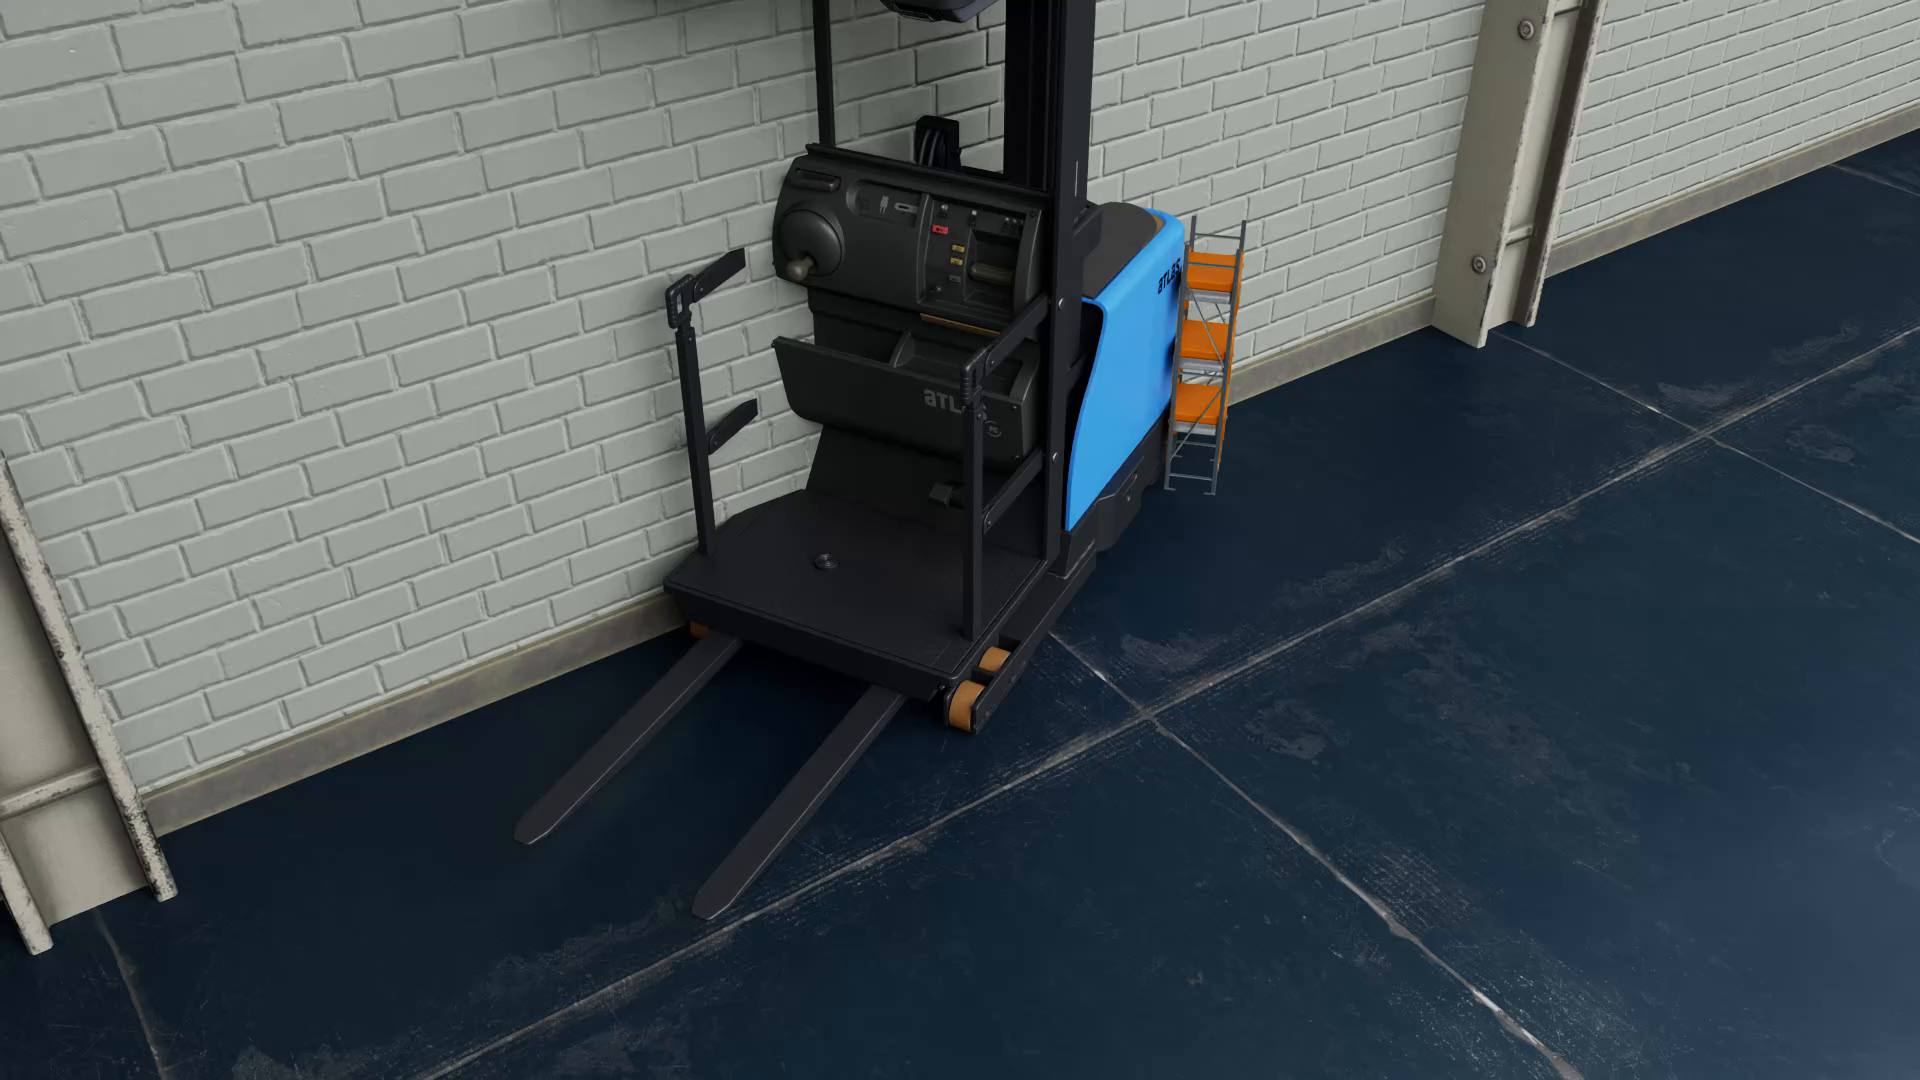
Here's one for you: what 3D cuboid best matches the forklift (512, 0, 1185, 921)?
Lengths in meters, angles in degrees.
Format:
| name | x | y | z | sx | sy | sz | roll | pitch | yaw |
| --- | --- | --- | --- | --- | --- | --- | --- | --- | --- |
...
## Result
| name | x | y | z | sx | sy | sz | roll | pitch | yaw |
| --- | --- | --- | --- | --- | --- | --- | --- | --- | --- |
| forklift | -0.283 | -0.865 | 4.943 | 1.130 | 2.935 | 3.031 | 17 | 39 | 22 |

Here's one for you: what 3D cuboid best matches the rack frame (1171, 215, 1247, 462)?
| name | x | y | z | sx | sy | sz | roll | pitch | yaw |
| --- | --- | --- | --- | --- | --- | --- | --- | --- | --- |
| rack frame | 0.950 | -0.753 | 6.398 | 0.200 | 1.050 | 0.008 | 7 | 36 | 10 |

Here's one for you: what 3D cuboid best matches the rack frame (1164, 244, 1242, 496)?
| name | x | y | z | sx | sy | sz | roll | pitch | yaw |
| --- | --- | --- | --- | --- | --- | --- | --- | --- | --- |
| rack frame | 0.898 | -0.614 | 6.204 | 0.200 | 1.050 | 0.008 | 7 | 36 | 10 |

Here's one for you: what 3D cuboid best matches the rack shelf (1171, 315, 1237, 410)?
| name | x | y | z | sx | sy | sz | roll | pitch | yaw |
| --- | --- | --- | --- | --- | --- | --- | --- | --- | --- |
| rack shelf | 0.924 | -0.675 | 6.307 | 0.215 | 0.259 | 0.240 | 7 | 36 | 10 |

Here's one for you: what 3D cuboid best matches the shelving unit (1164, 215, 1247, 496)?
| name | x | y | z | sx | sy | sz | roll | pitch | yaw |
| --- | --- | --- | --- | --- | --- | --- | --- | --- | --- |
| shelving unit | 0.924 | -0.683 | 6.301 | 0.215 | 1.050 | 0.252 | 7 | 36 | 10 |

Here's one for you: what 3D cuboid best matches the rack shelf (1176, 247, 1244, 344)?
| name | x | y | z | sx | sy | sz | roll | pitch | yaw |
| --- | --- | --- | --- | --- | --- | --- | --- | --- | --- |
| rack shelf | 0.924 | -0.905 | 6.141 | 0.215 | 0.259 | 0.240 | 7 | 36 | 10 |

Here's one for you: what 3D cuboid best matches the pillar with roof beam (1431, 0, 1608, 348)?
| name | x | y | z | sx | sy | sz | roll | pitch | yaw |
| --- | --- | --- | --- | --- | --- | --- | --- | --- | --- |
| pillar with roof beam | 4.868 | -2.596 | 2.153 | 0.400 | 9.000 | 9.100 | -22 | 41 | -28 |

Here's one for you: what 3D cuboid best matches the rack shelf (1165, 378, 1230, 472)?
| name | x | y | z | sx | sy | sz | roll | pitch | yaw |
| --- | --- | --- | --- | --- | --- | --- | --- | --- | --- |
| rack shelf | 0.924 | -0.449 | 6.469 | 0.215 | 0.259 | 0.240 | 7 | 36 | 10 |
